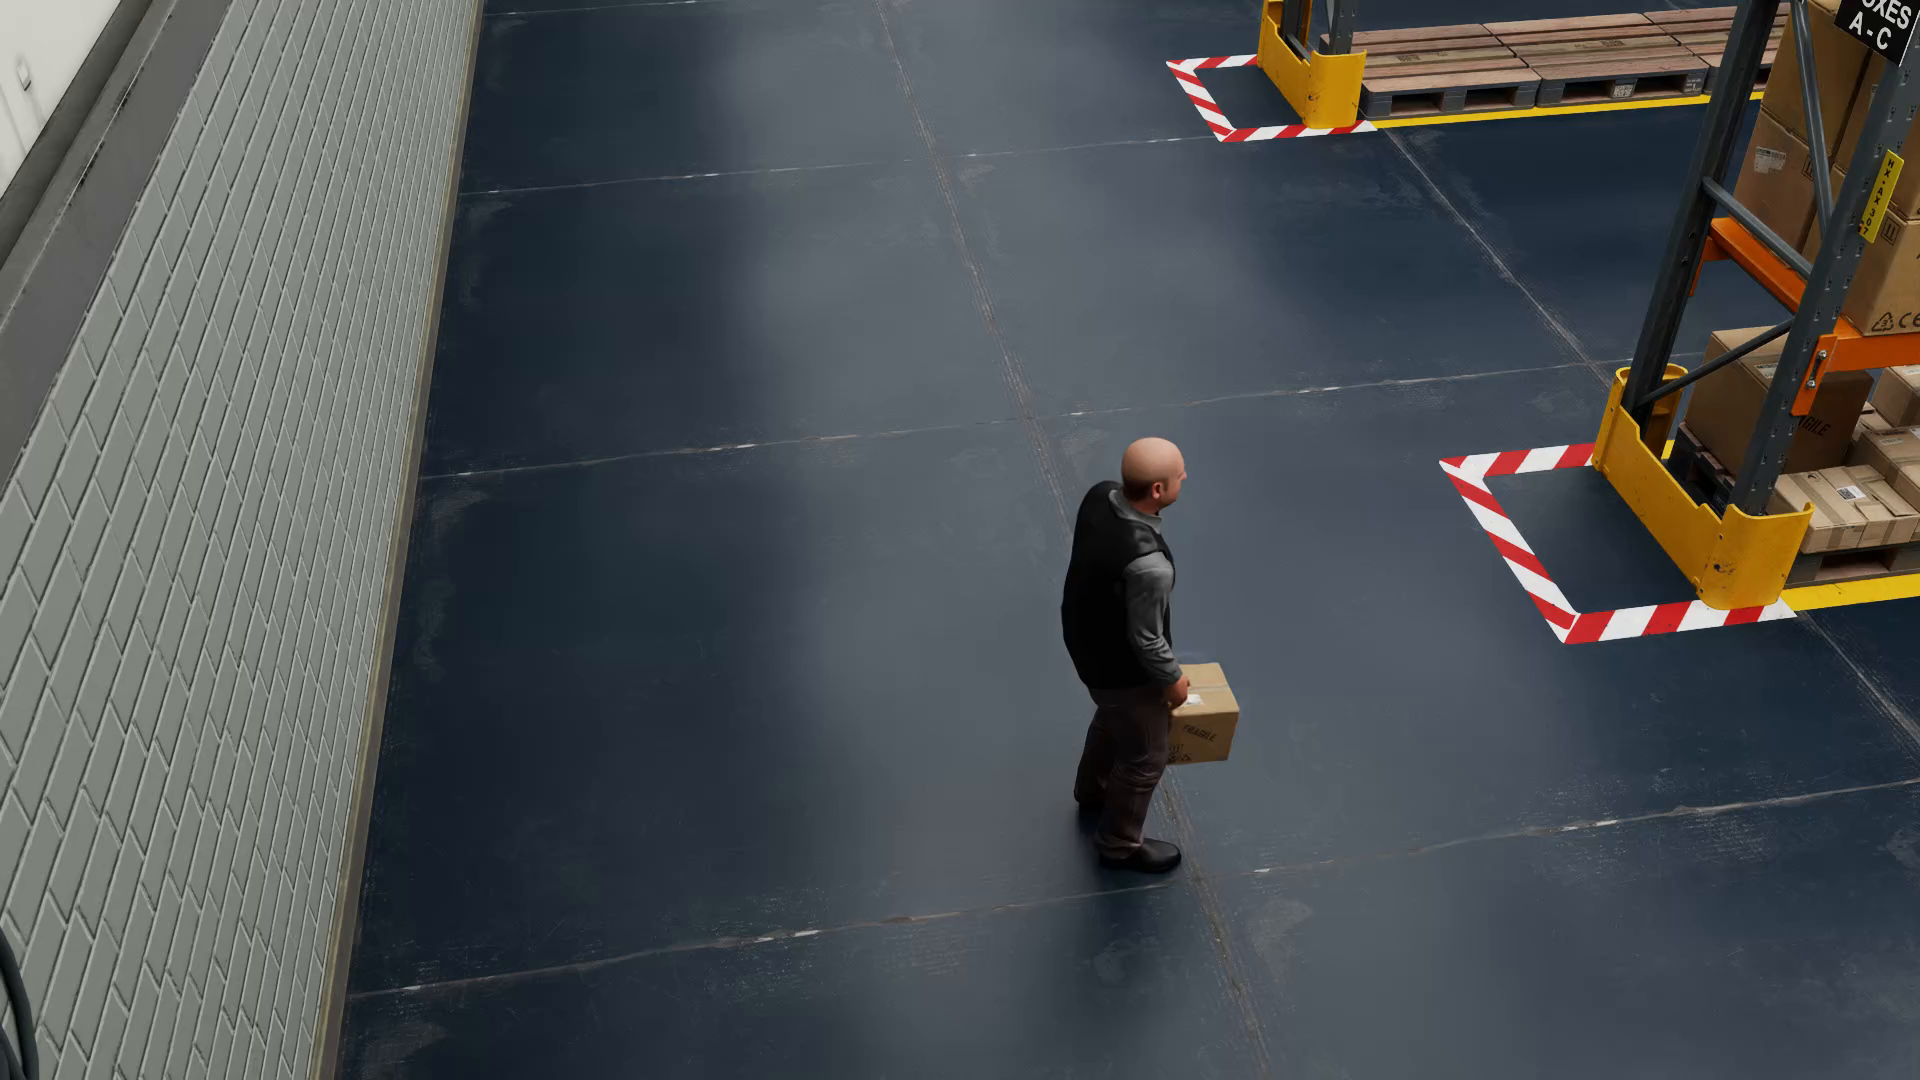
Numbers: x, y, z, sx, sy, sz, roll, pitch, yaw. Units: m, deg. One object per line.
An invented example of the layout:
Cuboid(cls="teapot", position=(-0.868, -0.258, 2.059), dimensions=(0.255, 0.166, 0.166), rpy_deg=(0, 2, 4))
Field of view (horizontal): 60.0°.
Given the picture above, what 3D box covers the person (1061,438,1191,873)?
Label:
Cuboid(cls="person", position=(0.557, 0.385, 5.683), dimensions=(0.420, 1.725, 0.560), rpy_deg=(-7, 39, -9))
